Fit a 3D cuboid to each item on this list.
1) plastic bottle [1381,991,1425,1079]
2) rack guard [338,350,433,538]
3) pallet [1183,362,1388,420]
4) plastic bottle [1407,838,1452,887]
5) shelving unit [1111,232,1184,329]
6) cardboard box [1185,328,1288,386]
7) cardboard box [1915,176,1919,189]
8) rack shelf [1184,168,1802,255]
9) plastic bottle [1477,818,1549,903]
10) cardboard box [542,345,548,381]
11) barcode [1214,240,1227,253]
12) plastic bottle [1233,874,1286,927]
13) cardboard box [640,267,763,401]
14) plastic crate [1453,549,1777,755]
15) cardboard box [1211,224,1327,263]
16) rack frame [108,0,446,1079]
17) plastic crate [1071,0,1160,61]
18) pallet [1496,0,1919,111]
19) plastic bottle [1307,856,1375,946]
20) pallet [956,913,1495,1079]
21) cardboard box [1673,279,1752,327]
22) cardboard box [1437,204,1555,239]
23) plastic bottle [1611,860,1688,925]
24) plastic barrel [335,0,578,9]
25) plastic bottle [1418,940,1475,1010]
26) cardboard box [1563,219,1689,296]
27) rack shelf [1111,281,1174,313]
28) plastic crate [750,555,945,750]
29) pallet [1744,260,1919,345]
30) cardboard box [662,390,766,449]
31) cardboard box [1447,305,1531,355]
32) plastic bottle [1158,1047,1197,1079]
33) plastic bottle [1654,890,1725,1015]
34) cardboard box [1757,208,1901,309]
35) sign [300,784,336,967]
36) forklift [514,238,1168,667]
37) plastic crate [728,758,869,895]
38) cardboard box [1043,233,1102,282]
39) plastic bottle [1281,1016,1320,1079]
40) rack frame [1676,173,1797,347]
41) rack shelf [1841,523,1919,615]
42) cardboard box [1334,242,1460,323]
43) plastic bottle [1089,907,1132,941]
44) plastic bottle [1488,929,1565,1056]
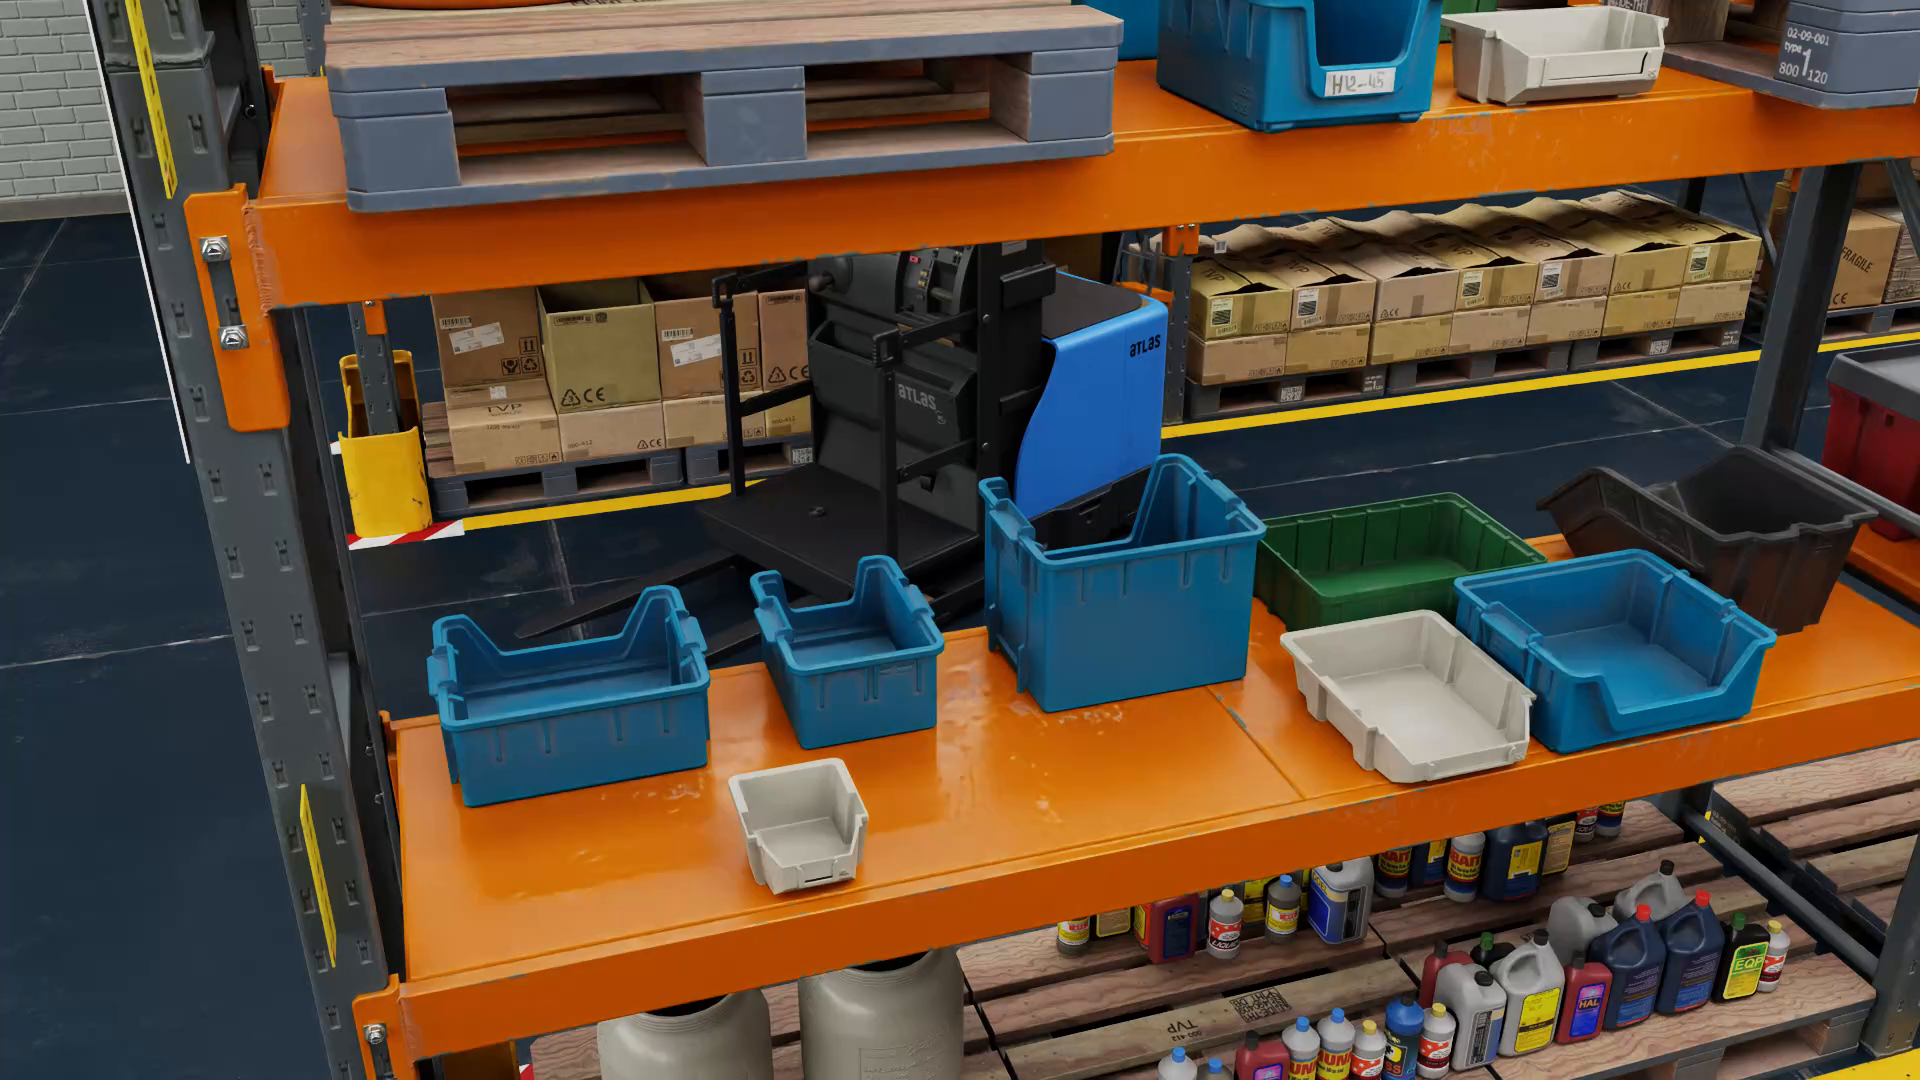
[{"bbox_3d":[1.155,1.294,4.344,0.097,0.271,0.097,0,26,0],"label":"plastic bottle"},{"bbox_3d":[-2.833,-0.496,8.187,0.348,0.500,1.175,-8,28,-16],"label":"rack guard"},{"bbox_3d":[1.682,-1.039,9.605,1.213,0.211,1.003,-8,28,-16],"label":"pallet"},{"bbox_3d":[1.448,0.876,5.096,0.185,0.351,0.144,-9,28,-18],"label":"plastic bottle"},{"bbox_3d":[0.828,-0.887,8.173,0.189,1.200,0.258,-8,24,-45],"label":"shelving unit"},{"bbox_3d":[1.454,-1.077,9.167,0.500,0.250,0.500,-9,28,-17],"label":"cardboard box"},{"bbox_3d":[6.106,-2.097,10.918,0.500,0.500,0.500,-9,28,-18],"label":"cardboard box"},{"bbox_3d":[2.895,-2.123,9.462,4.000,0.370,1.077,-8,28,-16],"label":"rack shelf"},{"bbox_3d":[1.672,0.911,5.026,0.185,0.351,0.144,-8,28,-16],"label":"plastic bottle"},{"bbox_3d":[-1.920,-0.848,8.706,0.500,0.250,0.500,-8,28,-16],"label":"cardboard box"},{"bbox_3d":[1.365,-1.537,8.708,0.075,0.075,0.001,-8,28,-16],"label":"barcode"},{"bbox_3d":[0.867,0.960,4.927,0.185,0.351,0.144,-7,27,-14],"label":"plastic bottle"},{"bbox_3d":[-1.285,-1.035,8.239,0.500,0.500,0.500,-8,28,-16],"label":"cardboard box"},{"bbox_3d":[1.556,0.259,4.023,0.616,0.251,0.499,-8,28,-16],"label":"plastic crate"},{"bbox_3d":[1.782,-1.629,9.647,0.500,0.311,0.500,-7,27,-15],"label":"cardboard box"},{"bbox_3d":[-1.280,0.476,3.419,0.127,3.000,1.000,-8,28,-16],"label":"rack frame"},{"bbox_3d":[0.440,-1.251,3.540,0.575,0.384,0.392,-8,28,-16],"label":"plastic crate"},{"bbox_3d":[1.868,-1.193,3.620,1.003,0.211,1.213,-8,28,-16],"label":"pallet"},{"bbox_3d":[1.114,1.027,4.876,0.135,0.276,0.152,-8,28,-16],"label":"plastic bottle"},{"bbox_3d":[0.710,1.418,4.656,1.213,0.211,1.003,-8,28,-16],"label":"pallet"},{"bbox_3d":[4.372,-1.502,10.022,0.500,0.250,0.500,-8,27,-15],"label":"cardboard box"},{"bbox_3d":[3.225,-1.835,10.063,0.500,0.311,0.500,-9,28,-17],"label":"cardboard box"},{"bbox_3d":[1.956,1.064,4.718,0.185,0.351,0.144,-8,28,-16],"label":"plastic bottle"},{"bbox_3d":[-0.857,-1.369,2.806,0.708,0.830,0.600,-8,28,-16],"label":"plastic barrel"},{"bbox_3d":[1.322,1.202,4.516,0.133,0.283,0.061,-8,28,-16],"label":"plastic bottle"},{"bbox_3d":[3.883,-1.678,9.746,0.500,0.311,0.500,-9,28,-17],"label":"cardboard box"},{"bbox_3d":[0.881,-1.185,8.082,0.180,0.103,0.258,-8,24,-45],"label":"rack shelf"},{"bbox_3d":[-0.277,0.260,4.021,0.408,0.251,0.499,-8,28,-16],"label":"plastic crate"},{"bbox_3d":[5.518,-1.559,10.652,1.213,0.211,1.003,-8,28,-16],"label":"pallet"},{"bbox_3d":[-1.281,-0.695,8.396,0.500,0.250,0.500,-8,28,-16],"label":"cardboard box"},{"bbox_3d":[2.916,-1.289,9.594,0.500,0.250,0.500,-8,27,-15],"label":"cardboard box"},{"bbox_3d":[0.541,1.383,4.165,0.097,0.271,0.097,0,26,0],"label":"plastic bottle"},{"bbox_3d":[2.001,1.125,4.595,0.185,0.351,0.144,-9,28,-17],"label":"plastic bottle"},{"bbox_3d":[5.318,-1.740,10.198,0.500,0.500,0.500,-7,27,-14],"label":"cardboard box"},{"bbox_3d":[-1.113,0.585,2.887,0.005,0.325,0.100,-8,28,-16],"label":"sign"},{"bbox_3d":[-0.442,-1.118,6.705,3.031,2.935,1.130,-24,35,-39],"label":"forklift"},{"bbox_3d":[-0.329,0.607,3.451,0.250,0.136,0.298,-8,28,-16],"label":"plastic crate"},{"bbox_3d":[0.456,-1.531,9.237,0.500,0.500,0.500,-8,28,-16],"label":"cardboard box"},{"bbox_3d":[0.867,1.336,4.260,0.097,0.271,0.097,0,26,0],"label":"plastic bottle"},{"bbox_3d":[4.797,-2.721,9.857,0.127,3.000,1.000,-8,28,-16],"label":"rack frame"},{"bbox_3d":[4.425,-0.028,5.243,4.000,0.370,1.077,-8,28,-16],"label":"rack shelf"},{"bbox_3d":[2.433,-1.468,9.322,0.500,0.311,0.500,-9,28,-18],"label":"cardboard box"},{"bbox_3d":[0.436,1.033,4.855,0.133,0.283,0.061,-8,27,-15],"label":"plastic bottle"},{"bbox_3d":[1.511,1.196,4.452,0.185,0.351,0.144,-8,28,-16],"label":"plastic bottle"}]
